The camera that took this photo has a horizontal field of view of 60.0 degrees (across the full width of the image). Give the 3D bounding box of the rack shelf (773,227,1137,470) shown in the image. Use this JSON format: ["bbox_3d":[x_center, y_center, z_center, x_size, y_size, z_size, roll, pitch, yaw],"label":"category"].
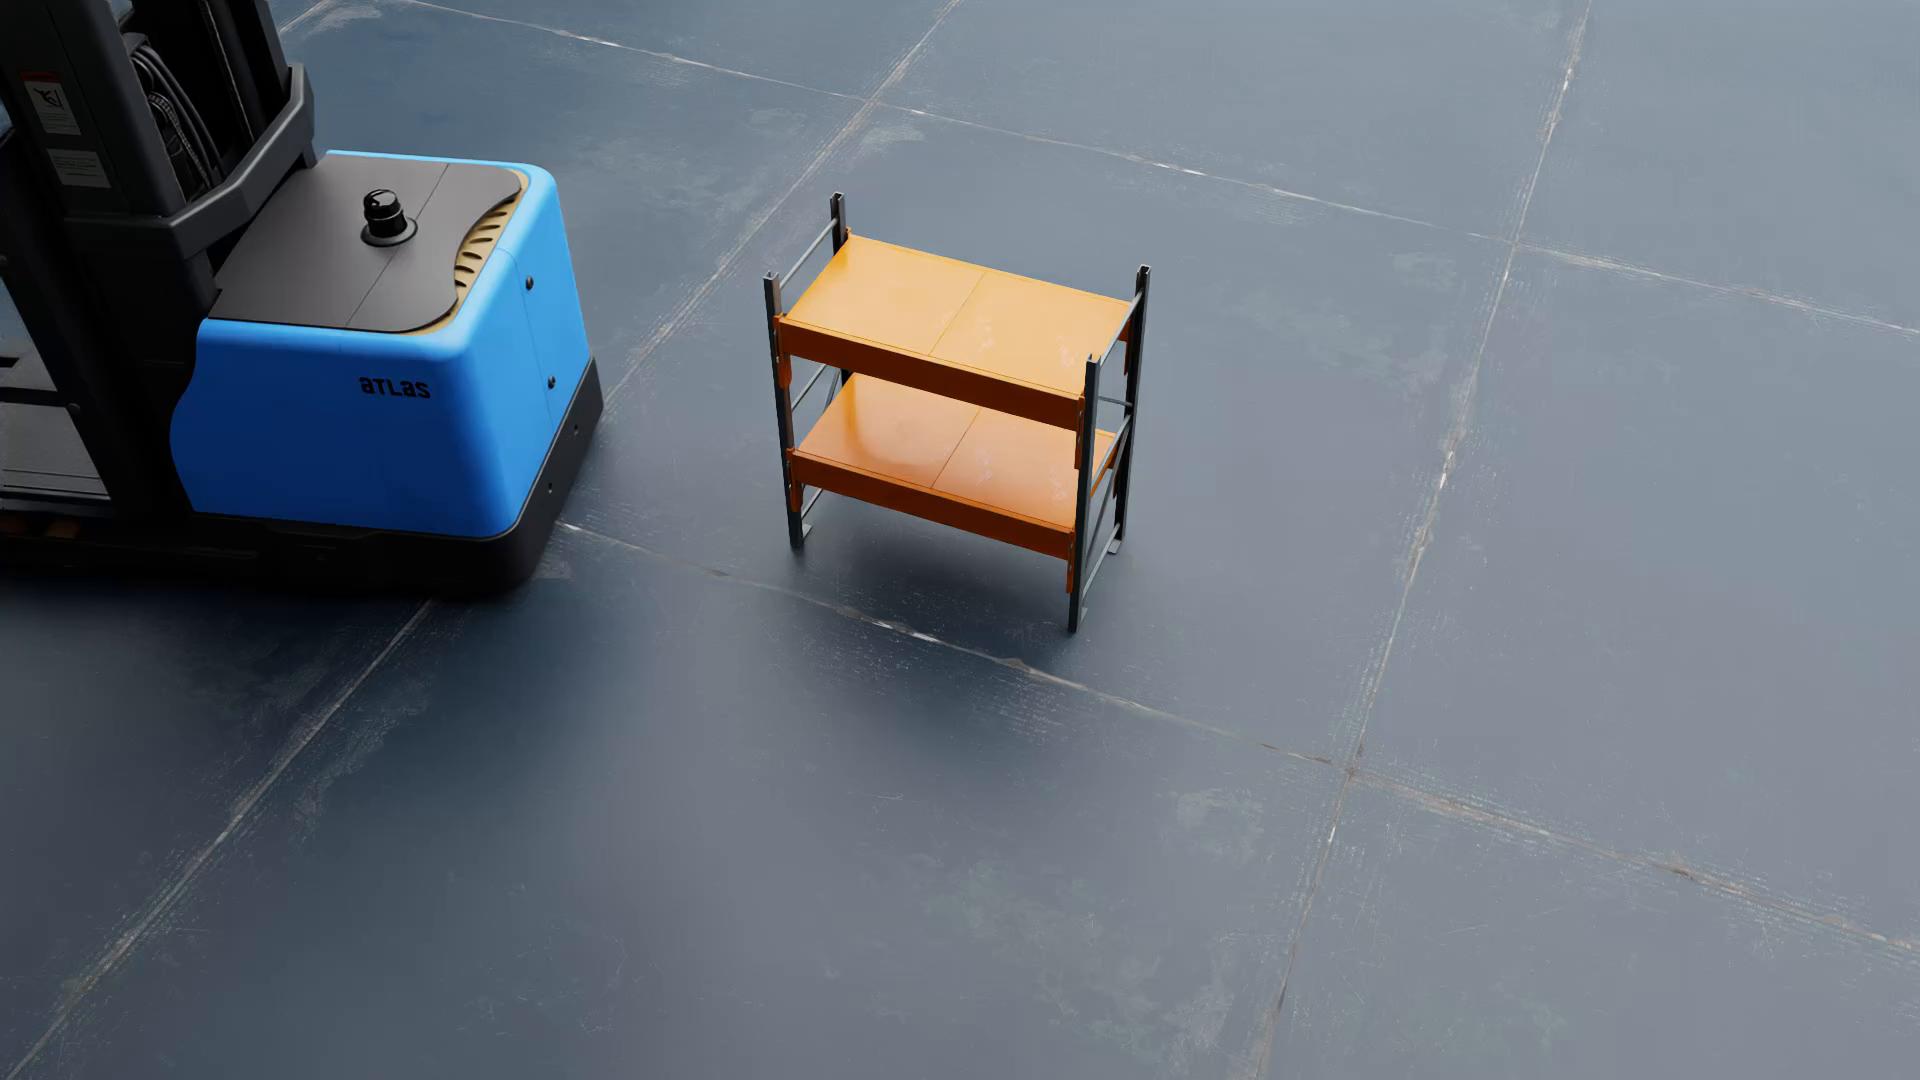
[{"bbox_3d":[-0.006,-0.608,5.149,1.000,0.278,0.538,16,47,16],"label":"rack shelf"}]

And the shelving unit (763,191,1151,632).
[{"bbox_3d":[-0.006,-0.401,5.355,1.048,1.125,0.538,16,47,16],"label":"shelving unit"}]

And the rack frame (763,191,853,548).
[{"bbox_3d":[-0.475,-0.539,5.494,0.032,1.125,0.500,16,47,16],"label":"rack frame"}]

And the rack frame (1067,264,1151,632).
[{"bbox_3d":[0.463,-0.263,5.216,0.032,1.125,0.500,16,47,16],"label":"rack frame"}]

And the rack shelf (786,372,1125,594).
[{"bbox_3d":[-0.006,-0.227,5.528,1.000,0.278,0.538,16,47,16],"label":"rack shelf"}]

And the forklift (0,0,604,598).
[{"bbox_3d":[-2.872,-1.309,4.988,3.031,2.935,1.130,5,45,5],"label":"forklift"}]
